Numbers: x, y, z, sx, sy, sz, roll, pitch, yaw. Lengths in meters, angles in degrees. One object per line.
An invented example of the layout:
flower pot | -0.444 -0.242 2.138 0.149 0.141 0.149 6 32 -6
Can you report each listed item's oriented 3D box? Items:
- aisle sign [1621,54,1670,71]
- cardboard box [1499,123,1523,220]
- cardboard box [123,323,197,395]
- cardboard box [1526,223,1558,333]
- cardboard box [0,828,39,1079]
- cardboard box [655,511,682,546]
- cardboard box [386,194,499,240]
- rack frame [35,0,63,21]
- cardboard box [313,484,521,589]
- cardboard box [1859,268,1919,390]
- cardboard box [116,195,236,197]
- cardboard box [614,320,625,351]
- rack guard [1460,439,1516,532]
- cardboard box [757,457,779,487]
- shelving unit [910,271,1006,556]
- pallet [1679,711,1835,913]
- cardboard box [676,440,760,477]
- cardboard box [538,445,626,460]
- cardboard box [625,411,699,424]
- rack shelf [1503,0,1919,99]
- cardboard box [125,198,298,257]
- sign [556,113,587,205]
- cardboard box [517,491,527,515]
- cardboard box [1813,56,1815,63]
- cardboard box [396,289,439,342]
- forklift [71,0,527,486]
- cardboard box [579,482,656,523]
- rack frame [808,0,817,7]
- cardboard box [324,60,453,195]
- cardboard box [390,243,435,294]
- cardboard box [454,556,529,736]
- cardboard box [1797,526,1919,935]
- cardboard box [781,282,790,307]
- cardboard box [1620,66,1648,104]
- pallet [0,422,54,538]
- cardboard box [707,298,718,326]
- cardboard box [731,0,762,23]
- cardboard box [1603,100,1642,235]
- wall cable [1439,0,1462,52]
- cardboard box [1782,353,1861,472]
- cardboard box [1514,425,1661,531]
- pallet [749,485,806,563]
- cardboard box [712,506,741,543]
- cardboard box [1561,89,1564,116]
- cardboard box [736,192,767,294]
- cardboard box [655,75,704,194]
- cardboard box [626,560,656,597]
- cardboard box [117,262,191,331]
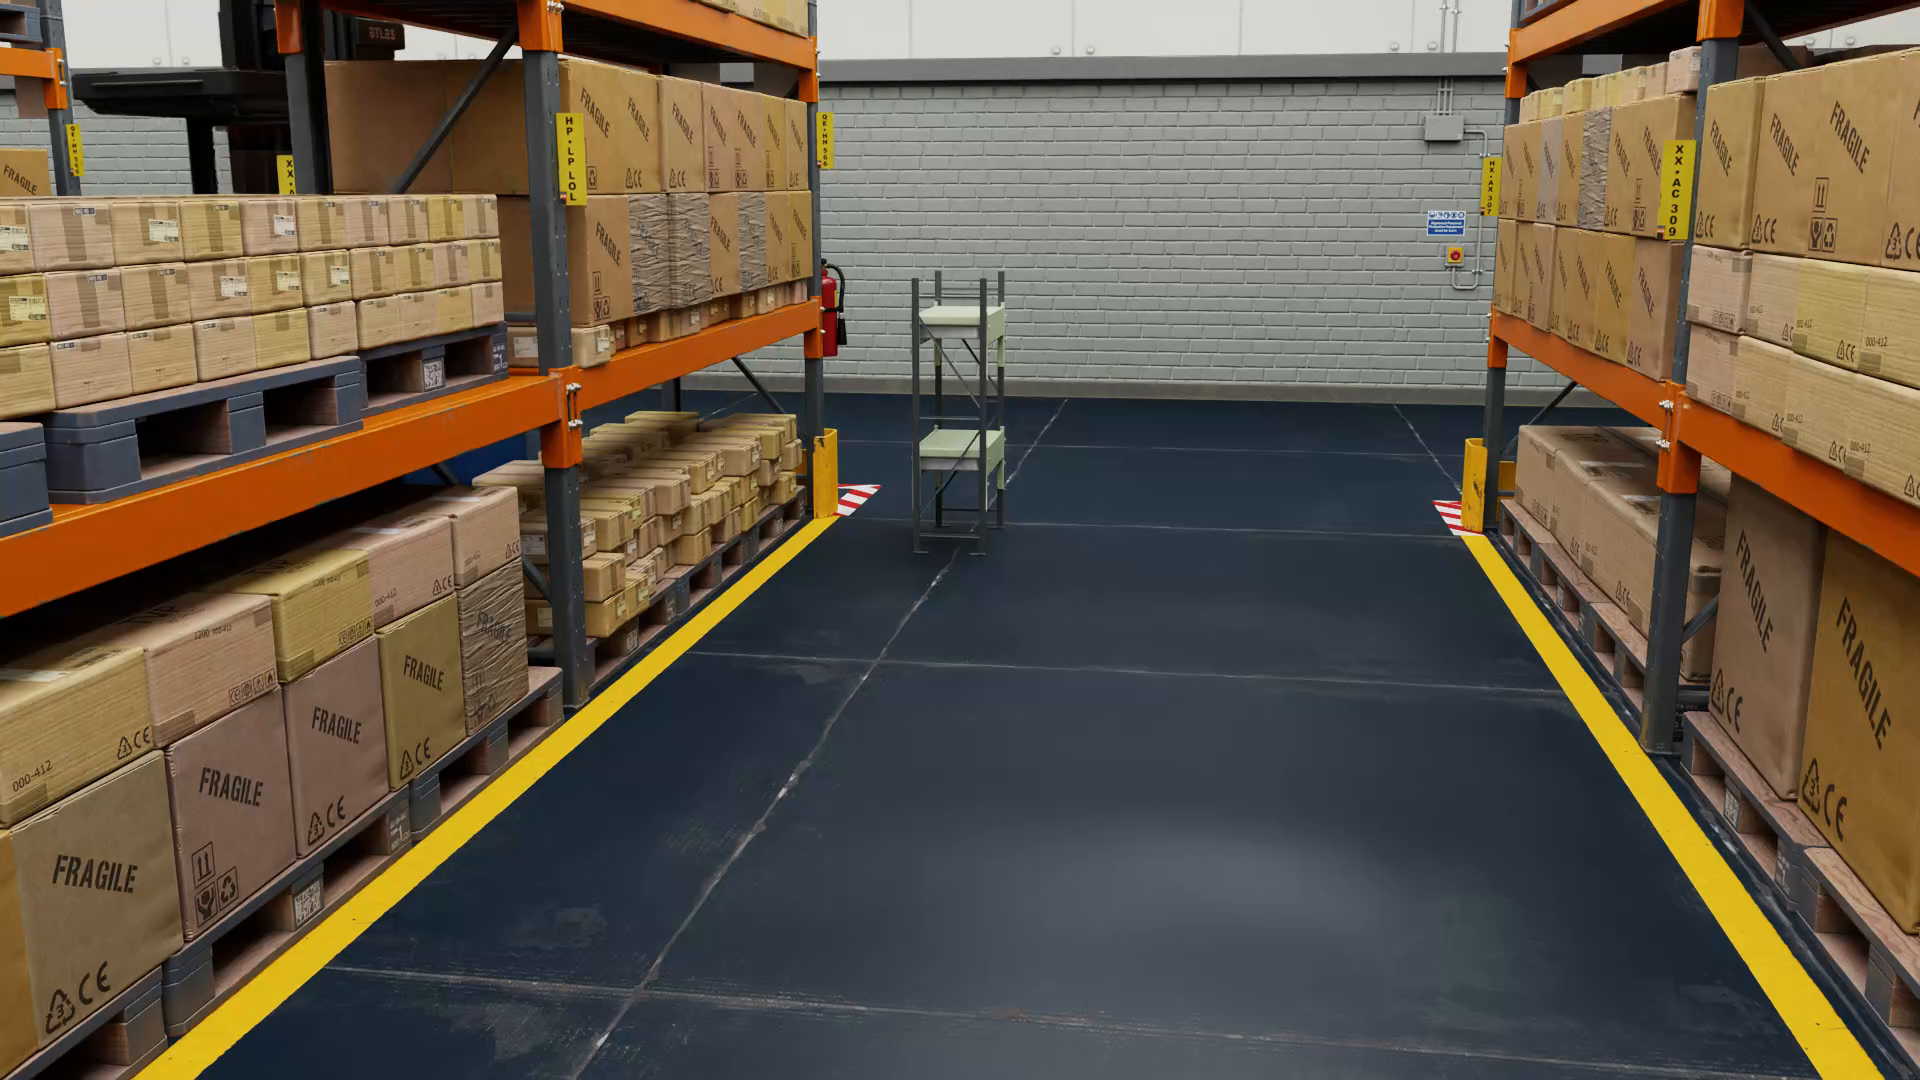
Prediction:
aisle sign | 3.881 -2.802 9.204 0.394 0.787 0.004 2 12 9
cardboard box | 3.208 -1.973 8.918 0.500 0.500 0.500 2 12 7
cardboard box | -2.103 -0.445 4.039 0.380 0.149 0.250 2 12 9
cardboard box | 3.060 -1.273 8.042 0.500 0.500 0.500 2 12 8
cardboard box | -2.213 0.878 3.238 0.500 0.500 0.500 1 12 6
cardboard box | -1.524 -0.075 7.785 0.380 0.149 0.250 2 12 11
cardboard box | -1.827 -1.116 5.740 0.380 0.149 0.250 2 12 11
rack frame | -6.229 -4.780 10.313 1.000 3.000 0.127 2 12 9
cardboard box | -1.823 -0.019 5.620 0.500 0.250 0.500 2 12 7
cardboard box | 2.370 -0.463 3.691 0.500 0.250 0.500 2 12 7
cardboard box | -2.552 -1.027 5.328 0.380 0.149 0.250 2 12 9
cardboard box | -1.636 -0.872 7.015 0.380 0.149 0.250 1 12 6
rack guard | 3.567 -0.309 9.741 1.175 0.500 0.348 2 12 9
cardboard box | -1.221 -0.395 9.271 0.380 0.149 0.250 1 12 6
shelving unit | -0.001 -0.732 9.329 0.431 1.500 0.755 2 12 9
pallet | 2.904 0.833 5.128 1.003 0.211 1.213 2 12 9
cardboard box | -1.273 -0.431 8.733 0.380 0.149 0.250 2 12 11
cardboard box | -1.942 -0.395 8.565 0.380 0.149 0.250 2 12 10
cardboard box | -1.760 -0.670 9.840 0.380 0.149 0.250 1 12 6
rack shelf | 3.256 -2.224 7.283 1.077 0.370 4.000 2 12 9
cardboard box | -2.029 -0.845 4.481 0.380 0.149 0.250 1 12 6
sign | -1.409 -1.382 6.036 0.100 0.325 0.005 2 12 9
cardboard box | -2.130 -0.124 7.308 0.380 0.149 0.250 2 12 8
cardboard box | 3.274 -1.714 6.176 0.380 0.149 0.250 2 12 8
cardboard box | -1.903 -0.720 5.315 0.380 0.149 0.250 2 12 8
forklift | -3.559 -1.241 8.296 1.130 2.935 3.031 6 13 24
cardboard box | -1.592 -0.165 7.497 0.380 0.149 0.250 2 12 7
rack frame | -1.343 -4.598 9.469 1.000 3.000 0.127 2 12 9
cardboard box | -2.153 -1.622 6.585 0.500 0.500 0.500 1 12 7
cardboard box | -1.905 -0.865 5.281 0.380 0.149 0.250 2 12 11
cardboard box | -1.823 0.346 5.704 0.500 0.500 0.500 2 12 8
cardboard box | 2.801 0.460 4.286 0.875 0.875 0.875 2 12 10
cardboard box | -1.189 -1.415 9.536 0.380 0.149 0.250 2 12 9
cardboard box | 2.901 -1.832 6.724 0.380 0.149 0.250 2 12 8
pallet | -2.569 -0.058 3.098 1.213 0.211 1.003 2 12 9
cardboard box | -1.424 -1.145 8.281 0.380 0.149 0.250 2 12 10
cardboard box | -1.313 -2.746 8.351 0.500 0.250 0.500 2 12 11
cardboard box | 2.834 -1.444 6.461 0.500 0.500 0.500 2 12 8
wall cable | 4.160 -5.652 14.359 0.463 3.000 0.029 2 12 9
cardboard box | 2.447 -0.323 4.229 0.500 0.250 0.500 2 12 8
cardboard box | 3.561 -0.338 9.028 0.875 0.438 0.875 1 12 7
pallet | -1.515 -0.118 9.542 1.003 0.211 1.213 2 12 9
cardboard box | -1.348 -0.089 8.554 0.380 0.149 0.250 2 12 10
cardboard box | 3.101 -2.097 7.953 0.380 0.149 0.250 2 12 9
cardboard box | -1.311 -1.545 8.599 0.500 0.500 0.500 2 12 9
cardboard box | -1.476 -1.814 7.475 0.500 0.500 0.500 2 12 10
cardboard box | -1.557 0.181 7.302 0.380 0.149 0.250 2 12 8
cardboard box | -2.104 -0.590 4.006 0.380 0.149 0.250 2 12 8
